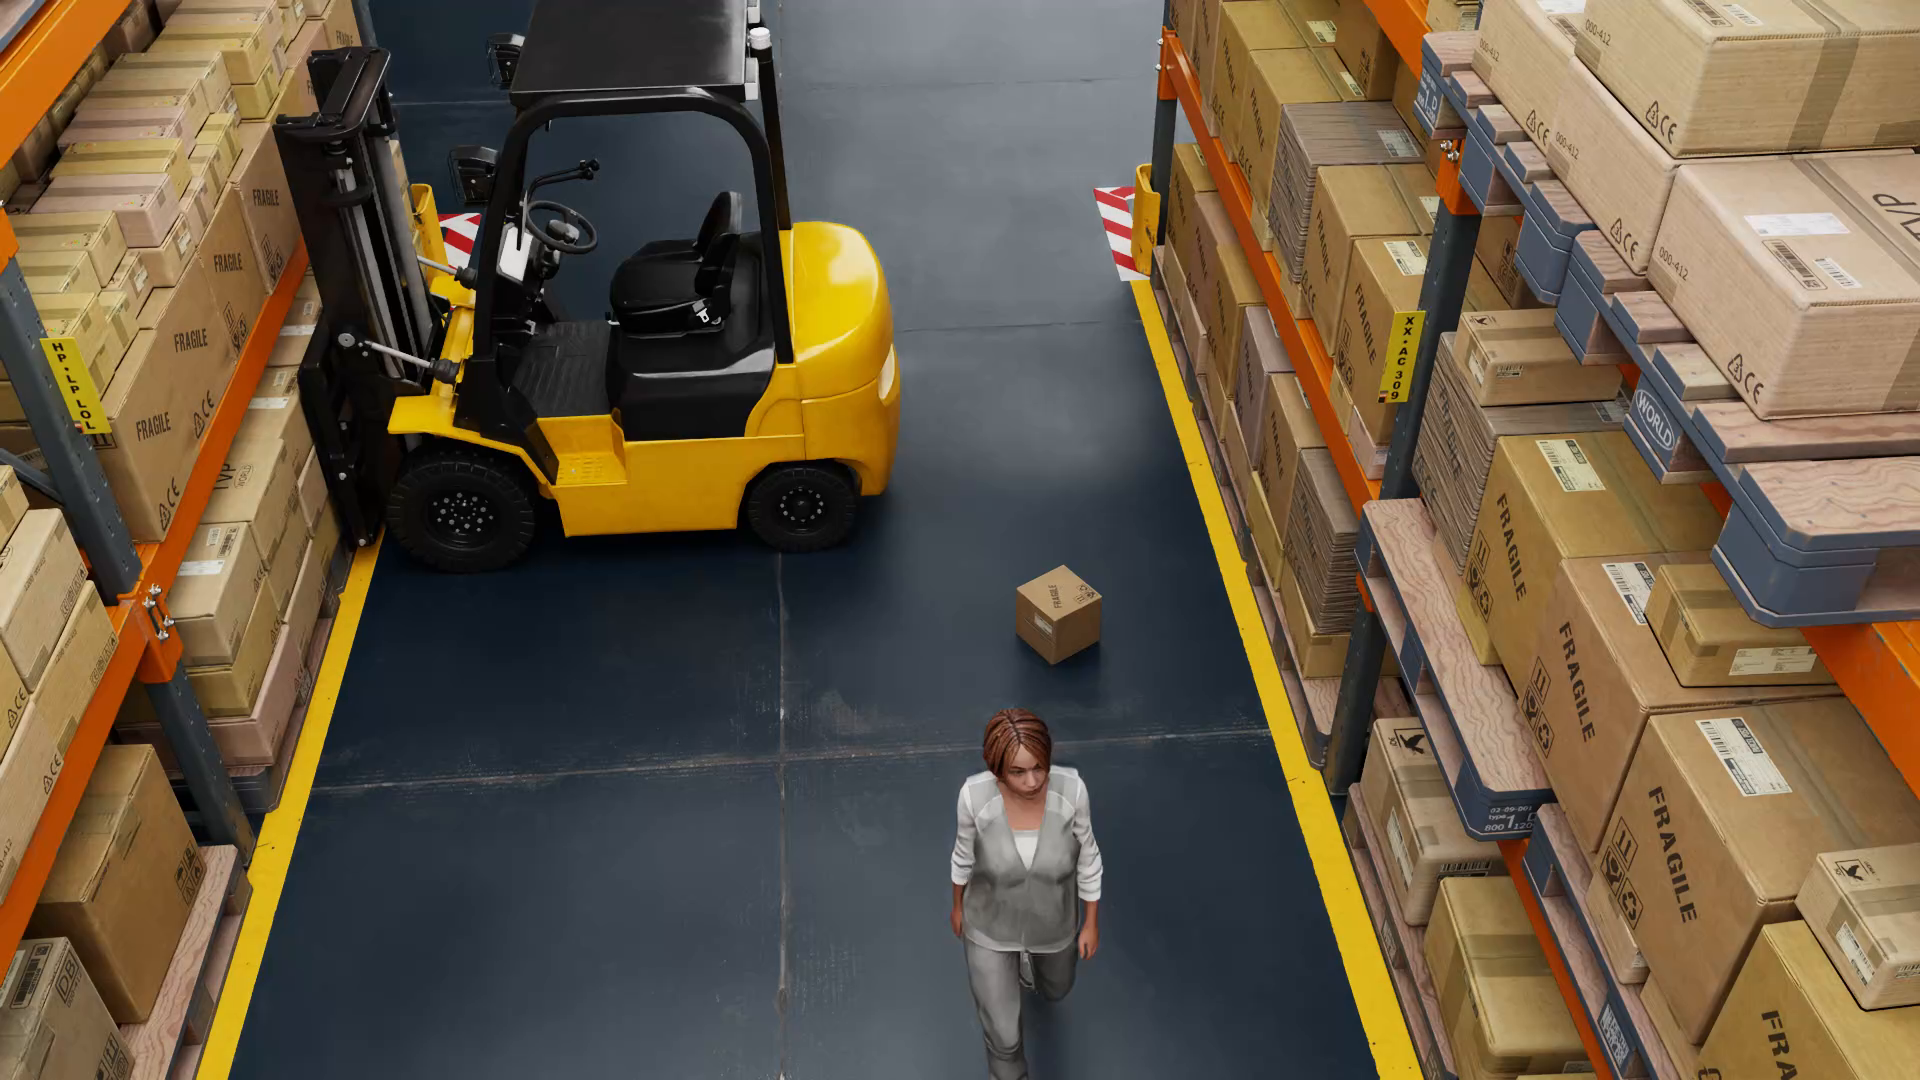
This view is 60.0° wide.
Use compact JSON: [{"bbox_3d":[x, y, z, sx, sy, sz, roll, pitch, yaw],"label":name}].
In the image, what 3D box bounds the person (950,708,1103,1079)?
[{"bbox_3d":[0.188,1.064,4.865,0.430,1.552,0.822,-4,40,-5],"label":"person"}]
